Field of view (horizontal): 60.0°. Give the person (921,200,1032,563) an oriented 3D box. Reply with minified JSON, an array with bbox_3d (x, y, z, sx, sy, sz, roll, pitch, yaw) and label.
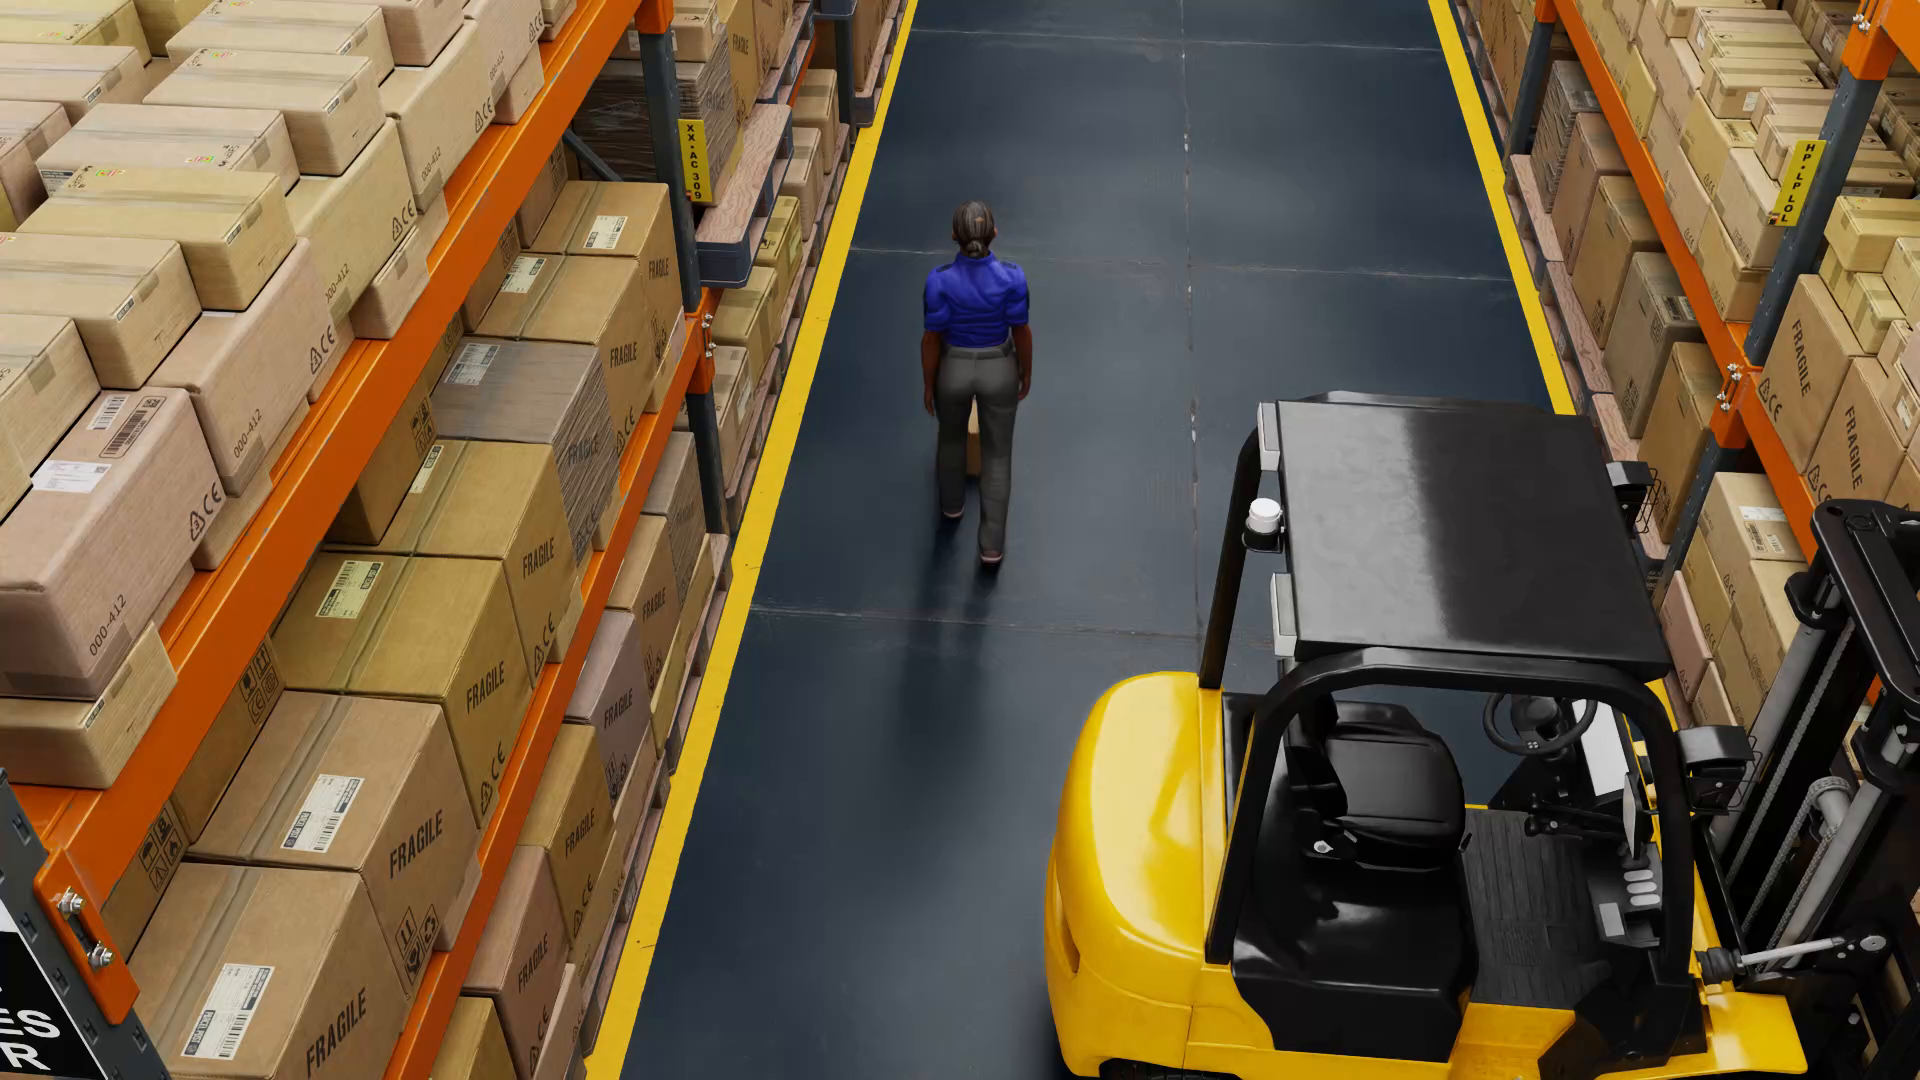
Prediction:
[{"bbox_3d":[0.071,-0.695,6.970,0.456,1.655,0.655,1,40,1],"label":"person"}]
